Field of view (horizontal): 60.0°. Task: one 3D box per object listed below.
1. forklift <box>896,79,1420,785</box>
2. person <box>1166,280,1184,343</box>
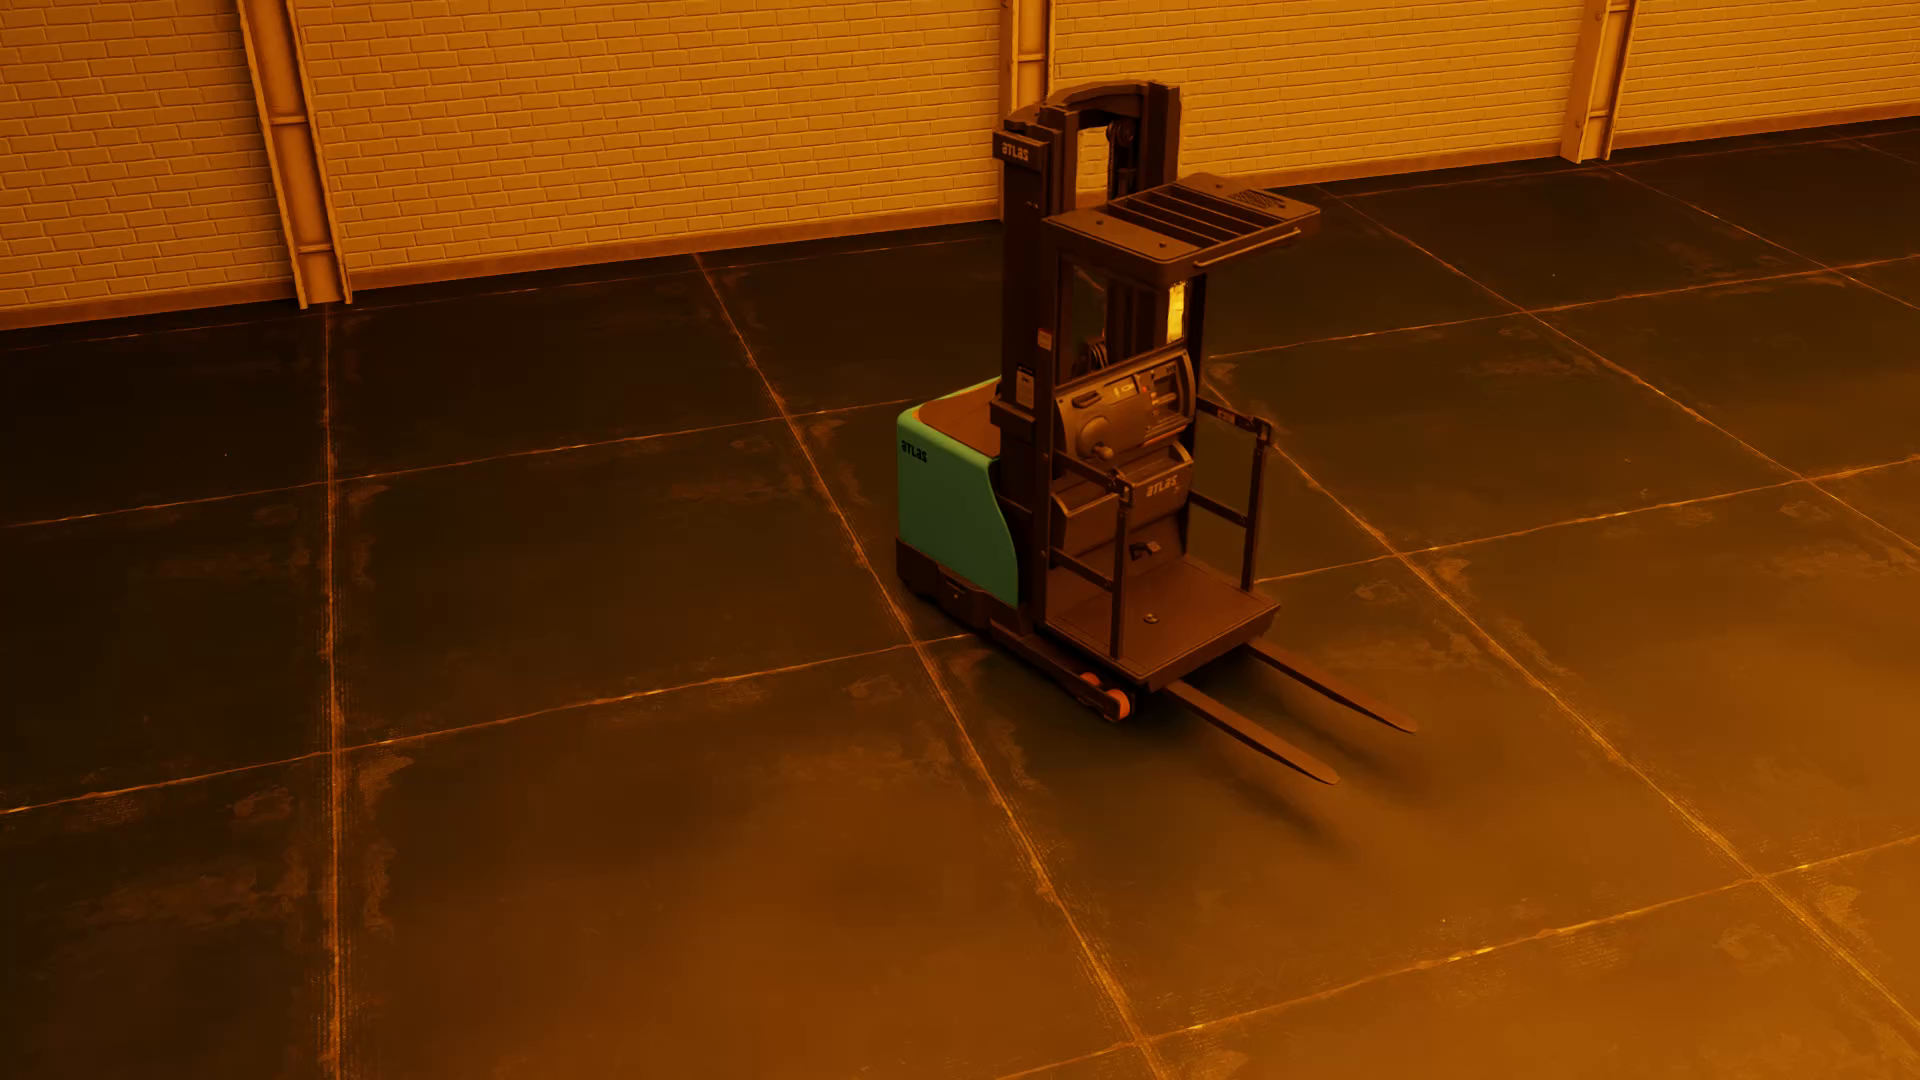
[{"bbox_3d":[0.977,-0.635,8.190,1.130,2.935,3.031,-23,37,-34],"label":"forklift"},{"bbox_3d":[1.286,-1.466,11.010,0.706,1.583,0.619,-3,30,-4],"label":"person"}]
